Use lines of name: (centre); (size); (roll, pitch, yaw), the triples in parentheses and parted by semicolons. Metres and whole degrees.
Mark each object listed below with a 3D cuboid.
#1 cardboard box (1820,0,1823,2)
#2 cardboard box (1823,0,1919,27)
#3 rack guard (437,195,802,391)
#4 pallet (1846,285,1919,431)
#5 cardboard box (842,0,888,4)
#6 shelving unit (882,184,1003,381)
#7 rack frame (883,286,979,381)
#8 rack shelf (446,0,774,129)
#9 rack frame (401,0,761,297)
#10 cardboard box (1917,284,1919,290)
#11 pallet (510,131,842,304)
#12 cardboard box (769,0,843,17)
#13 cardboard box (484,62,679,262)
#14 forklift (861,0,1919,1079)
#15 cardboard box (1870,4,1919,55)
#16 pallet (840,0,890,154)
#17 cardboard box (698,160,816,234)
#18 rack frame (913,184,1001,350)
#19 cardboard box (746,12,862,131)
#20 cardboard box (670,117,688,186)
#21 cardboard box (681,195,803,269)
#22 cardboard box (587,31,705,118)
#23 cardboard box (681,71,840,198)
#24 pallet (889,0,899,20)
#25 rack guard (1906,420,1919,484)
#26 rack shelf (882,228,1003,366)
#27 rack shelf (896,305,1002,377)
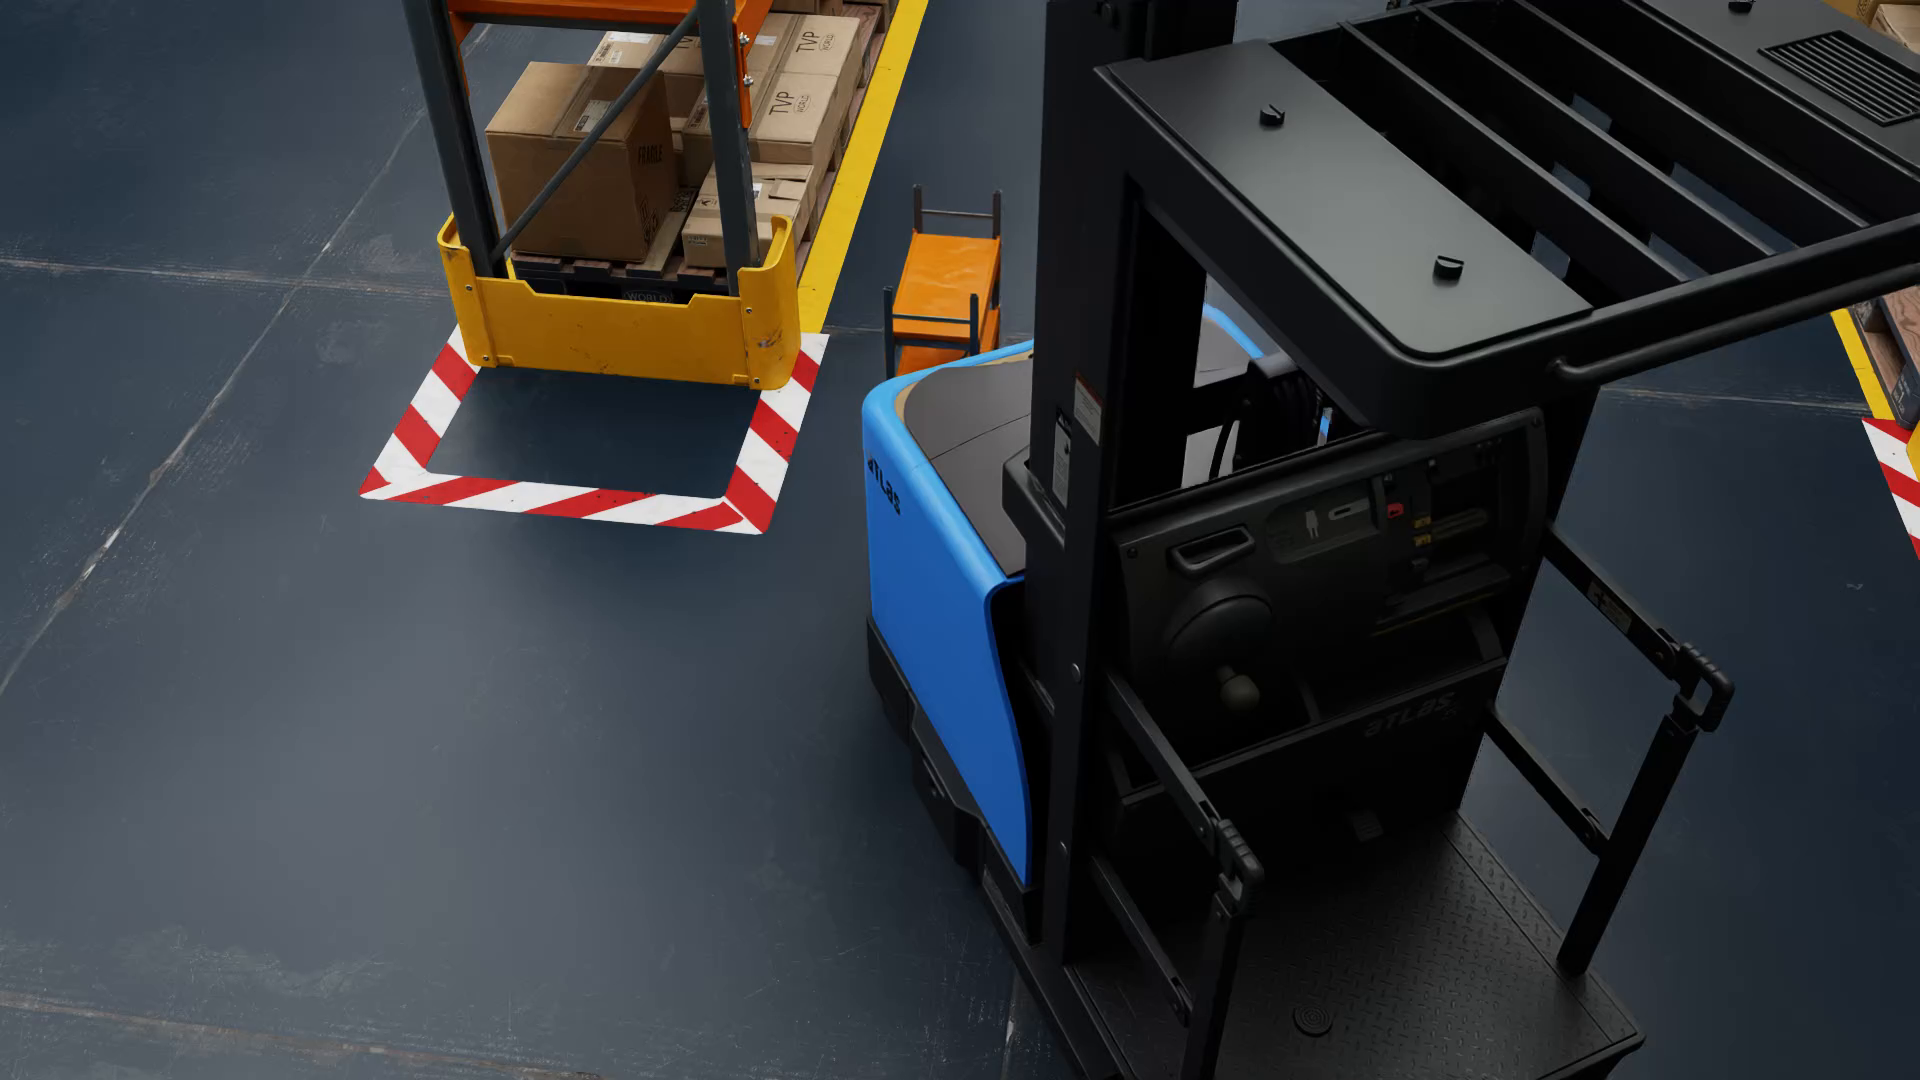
cardboard box: (3.993, -2.404, 7.120); (0.700, 0.500, 0.500); (5, 44, 5)
cardboard box: (3.923, -2.054, 6.751); (0.700, 0.500, 0.500); (6, 44, 6)
rack guard: (-1.166, -0.867, 5.802); (1.175, 0.500, 0.348); (5, 44, 6)
pallet: (3.762, -0.815, 5.957); (1.003, 0.211, 1.213); (5, 44, 6)
cardboard box: (-0.541, -2.708, 7.563); (0.500, 0.311, 0.500); (5, 44, 6)
shelving unit: (-0.040, -0.352, 4.749); (0.258, 1.200, 0.503); (5, 44, 6)
rack frame: (-0.073, -0.186, 4.574); (0.240, 1.200, 0.015); (5, 44, 6)
rack shelf: (-0.912, -2.825, 6.575); (1.077, 0.370, 4.000); (5, 44, 6)
rack frame: (-1.176, -1.723, 4.888); (1.000, 3.000, 0.127); (5, 44, 6)
cardboard box: (3.728, -1.006, 5.644); (0.700, 0.500, 0.500); (5, 44, 6)
pallet: (-1.062, -1.306, 6.476); (1.003, 0.211, 1.213); (5, 44, 6)
cardboard box: (-0.891, -2.422, 7.122); (0.797, 0.503, 0.637); (5, 44, 6)
cardboard box: (-1.349, -1.368, 6.011); (0.500, 0.500, 0.500); (5, 44, 6)
forklift: (0.805, 0.123, 2.988); (1.130, 2.935, 3.031); (-17, 46, -17)
cardboard box: (3.860, -1.690, 6.366); (0.700, 0.500, 0.500); (4, 44, 4)
pallet: (-0.898, -2.135, 7.351); (1.003, 0.211, 1.213); (5, 44, 6)
cardboard box: (-0.747, -1.279, 6.160); (0.380, 0.166, 0.250); (5, 44, 6)
rack frame: (-0.007, -0.518, 4.925); (0.240, 1.200, 0.015); (5, 44, 6)
cardboard box: (-0.691, -1.911, 6.766); (0.500, 0.250, 0.500); (5, 44, 6)
cardboard box: (-1.206, -1.515, 6.409); (0.380, 0.166, 0.250); (5, 44, 6)
cardboard box: (-0.780, -1.102, 5.986); (0.380, 0.149, 0.250); (5, 44, 6)
cardboard box: (-1.193, -1.922, 6.778); (0.500, 0.250, 0.500); (5, 44, 6)
cardboard box: (-0.757, -1.570, 6.406); (0.500, 0.250, 0.500); (5, 44, 6)
pallet: (-0.739, -2.969, 8.232); (1.003, 0.211, 1.213); (5, 44, 6)
rack guard: (3.731, -0.351, 5.258); (1.175, 0.500, 0.348); (5, 44, 6)
rack shelf: (-0.040, -0.637, 4.479); (0.258, 0.148, 0.480); (5, 44, 6)
rack shelf: (-0.040, -0.466, 4.642); (0.258, 0.148, 0.480); (5, 44, 6)
